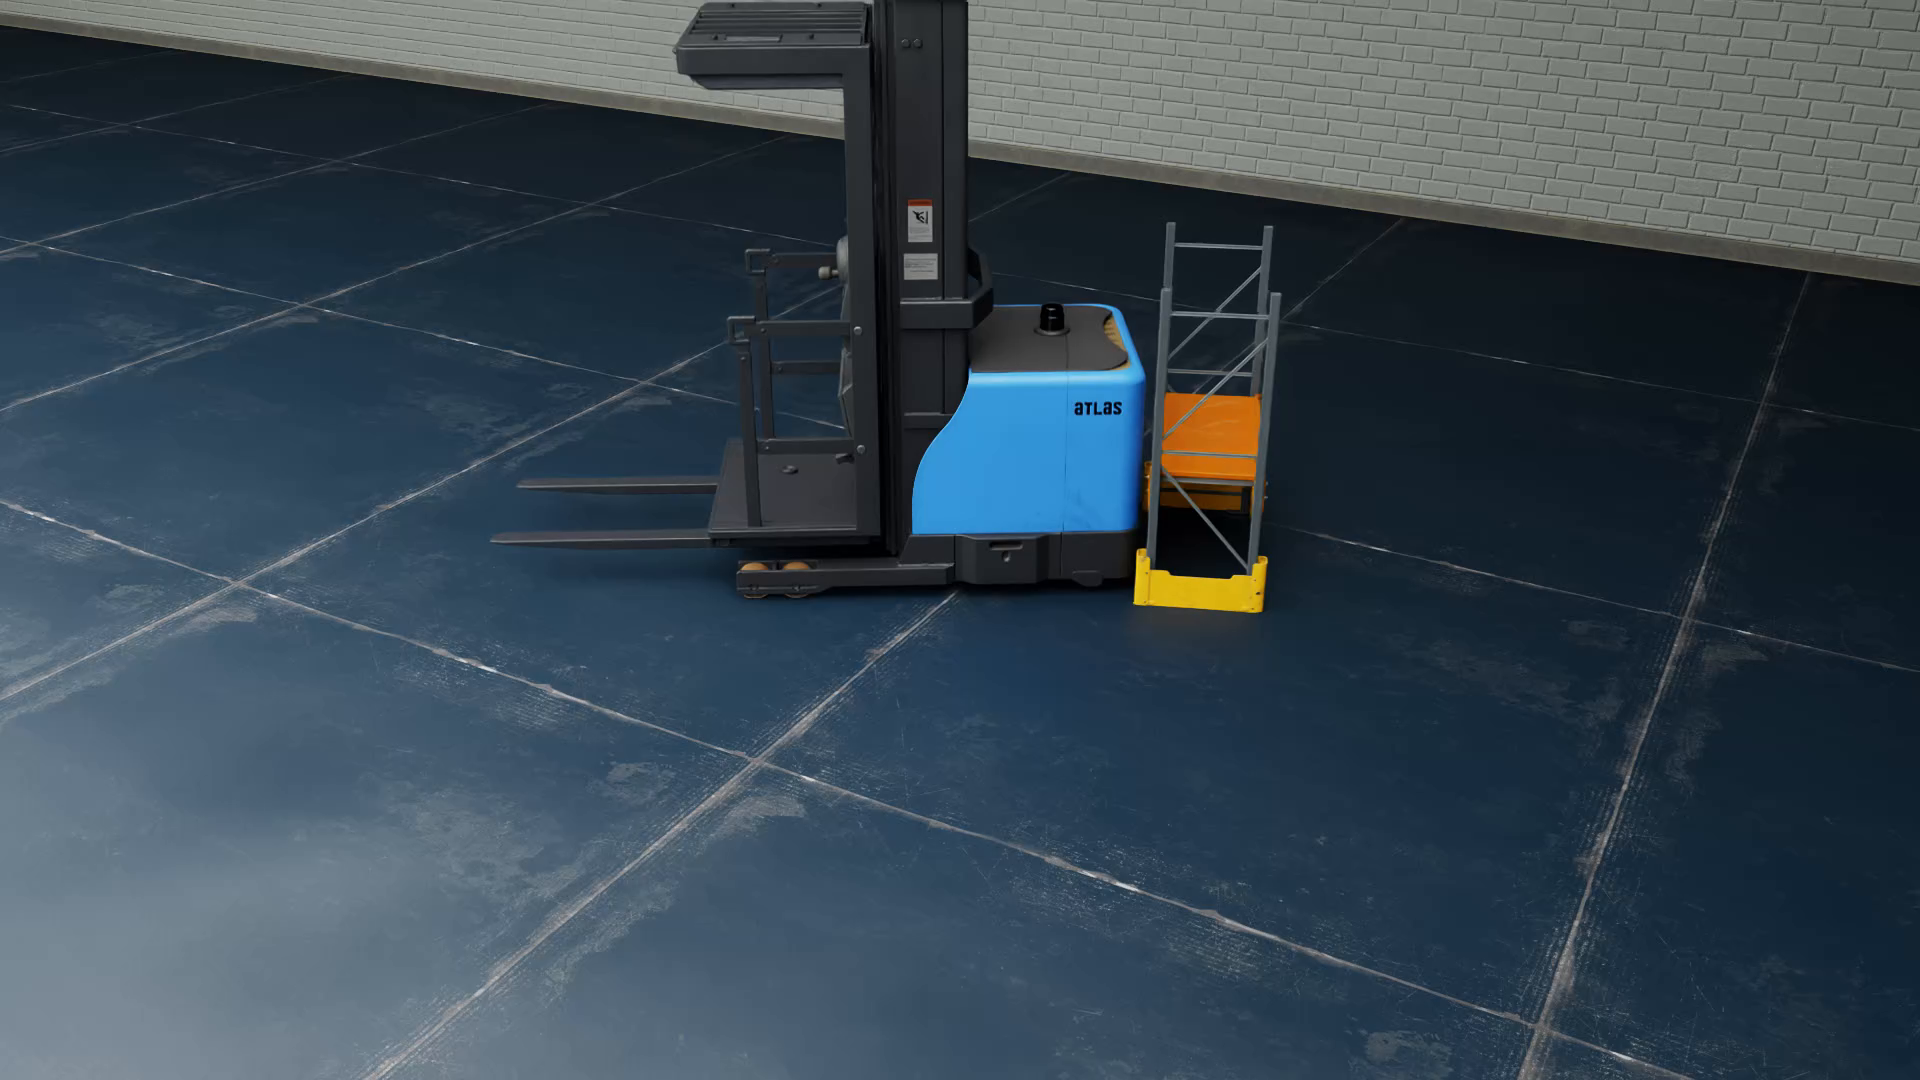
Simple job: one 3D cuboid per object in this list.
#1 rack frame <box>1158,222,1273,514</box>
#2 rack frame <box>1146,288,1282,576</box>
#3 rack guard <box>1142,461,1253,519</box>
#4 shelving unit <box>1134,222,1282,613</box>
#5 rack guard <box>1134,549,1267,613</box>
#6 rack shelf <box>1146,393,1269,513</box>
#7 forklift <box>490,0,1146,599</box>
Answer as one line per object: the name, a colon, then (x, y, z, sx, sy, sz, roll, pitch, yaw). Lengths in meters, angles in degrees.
rack frame: (1.232, -0.823, 8.219, 0.500, 1.500, 0.032, 3, 27, 7)
rack frame: (1.096, -0.372, 7.318, 0.500, 1.500, 0.032, 3, 27, 7)
rack guard: (1.230, -0.256, 8.482, 0.587, 0.250, 0.087, 3, 27, 7)
shelving unit: (1.163, -0.594, 7.761, 0.587, 1.500, 1.083, 3, 27, 7)
rack guard: (1.096, 0.186, 7.599, 0.587, 0.250, 0.087, 3, 27, 7)
rack shelf: (1.164, -0.437, 7.849, 0.538, 0.185, 1.000, 3, 27, 7)
forklift: (-0.689, -1.279, 7.530, 3.031, 2.935, 1.130, -1, 27, -2)
